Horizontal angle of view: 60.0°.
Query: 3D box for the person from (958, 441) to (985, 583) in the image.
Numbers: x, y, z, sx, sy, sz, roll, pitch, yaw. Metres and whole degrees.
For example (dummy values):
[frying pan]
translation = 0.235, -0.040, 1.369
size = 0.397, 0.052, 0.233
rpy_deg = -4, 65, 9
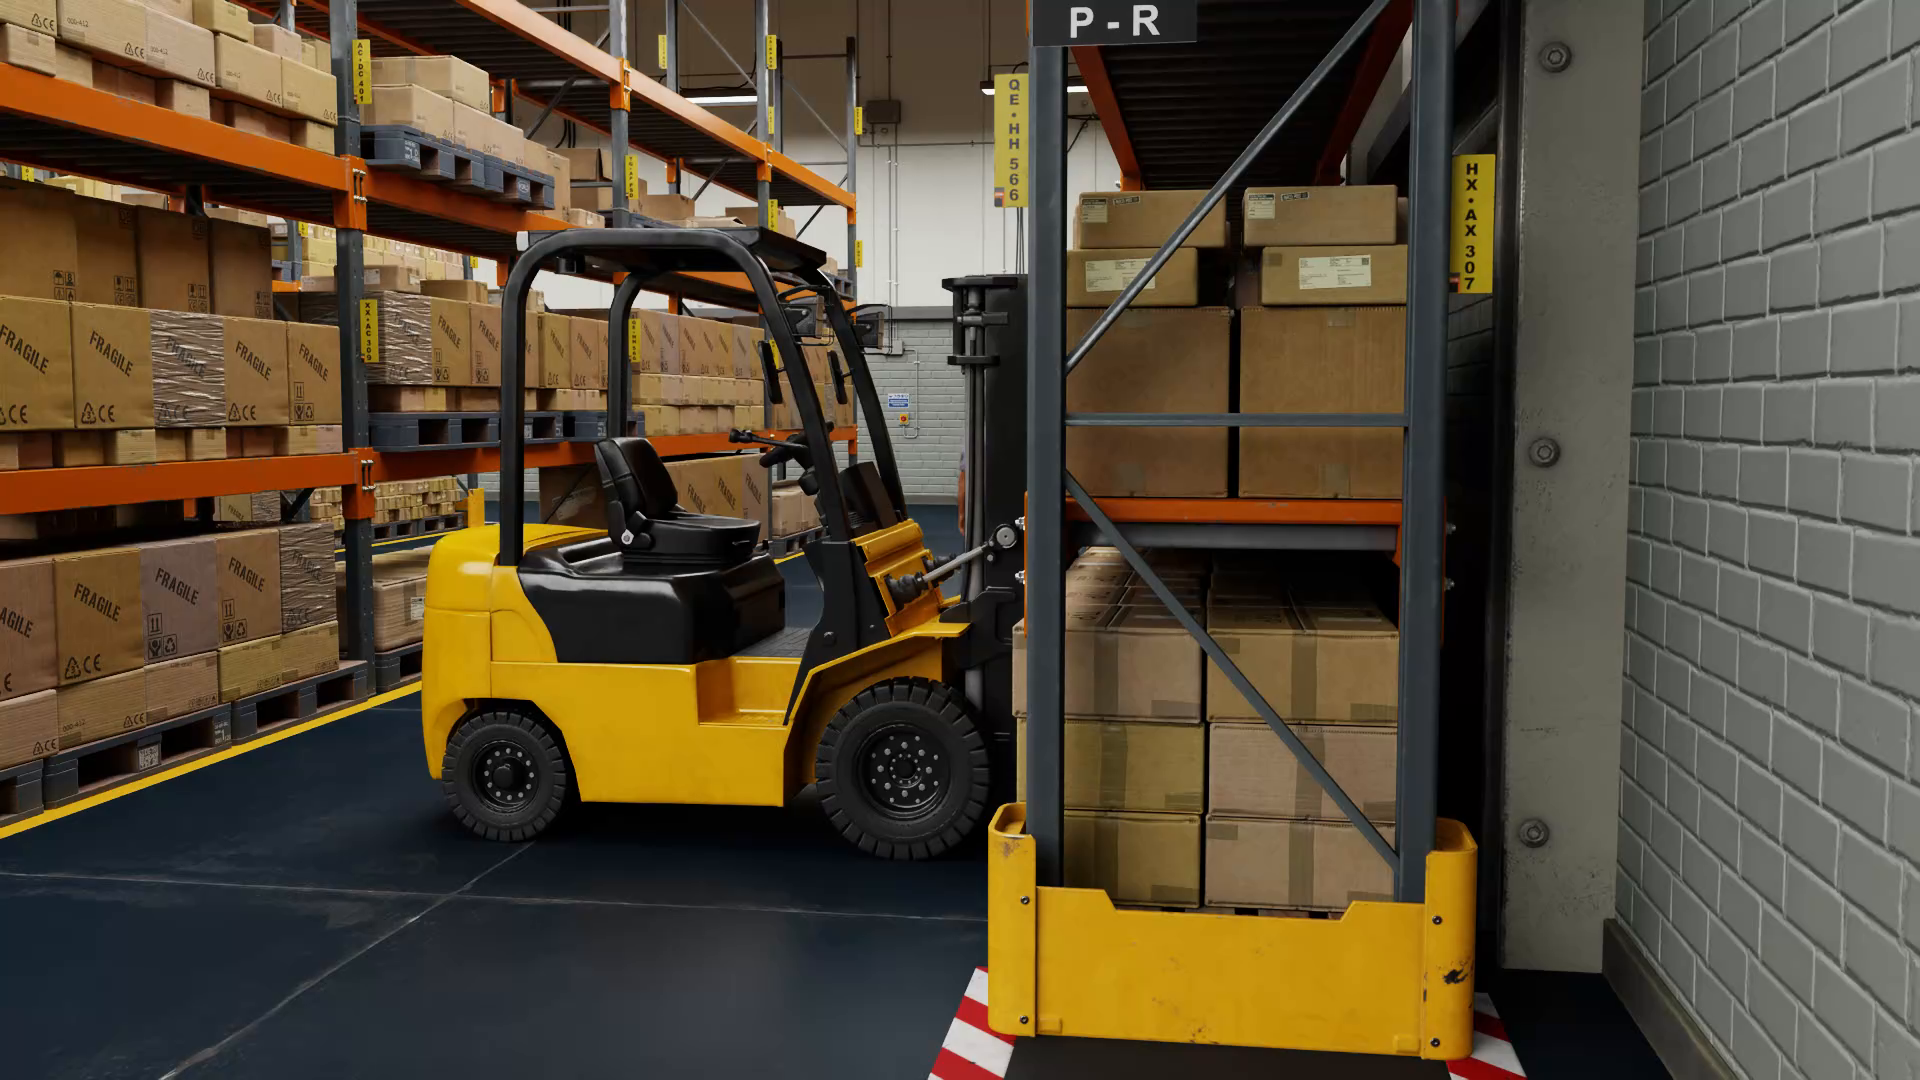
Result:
[person]
translation = 0.272, -0.199, 11.509
size = 0.509, 1.600, 0.917
rpy_deg = 1, 5, 12
